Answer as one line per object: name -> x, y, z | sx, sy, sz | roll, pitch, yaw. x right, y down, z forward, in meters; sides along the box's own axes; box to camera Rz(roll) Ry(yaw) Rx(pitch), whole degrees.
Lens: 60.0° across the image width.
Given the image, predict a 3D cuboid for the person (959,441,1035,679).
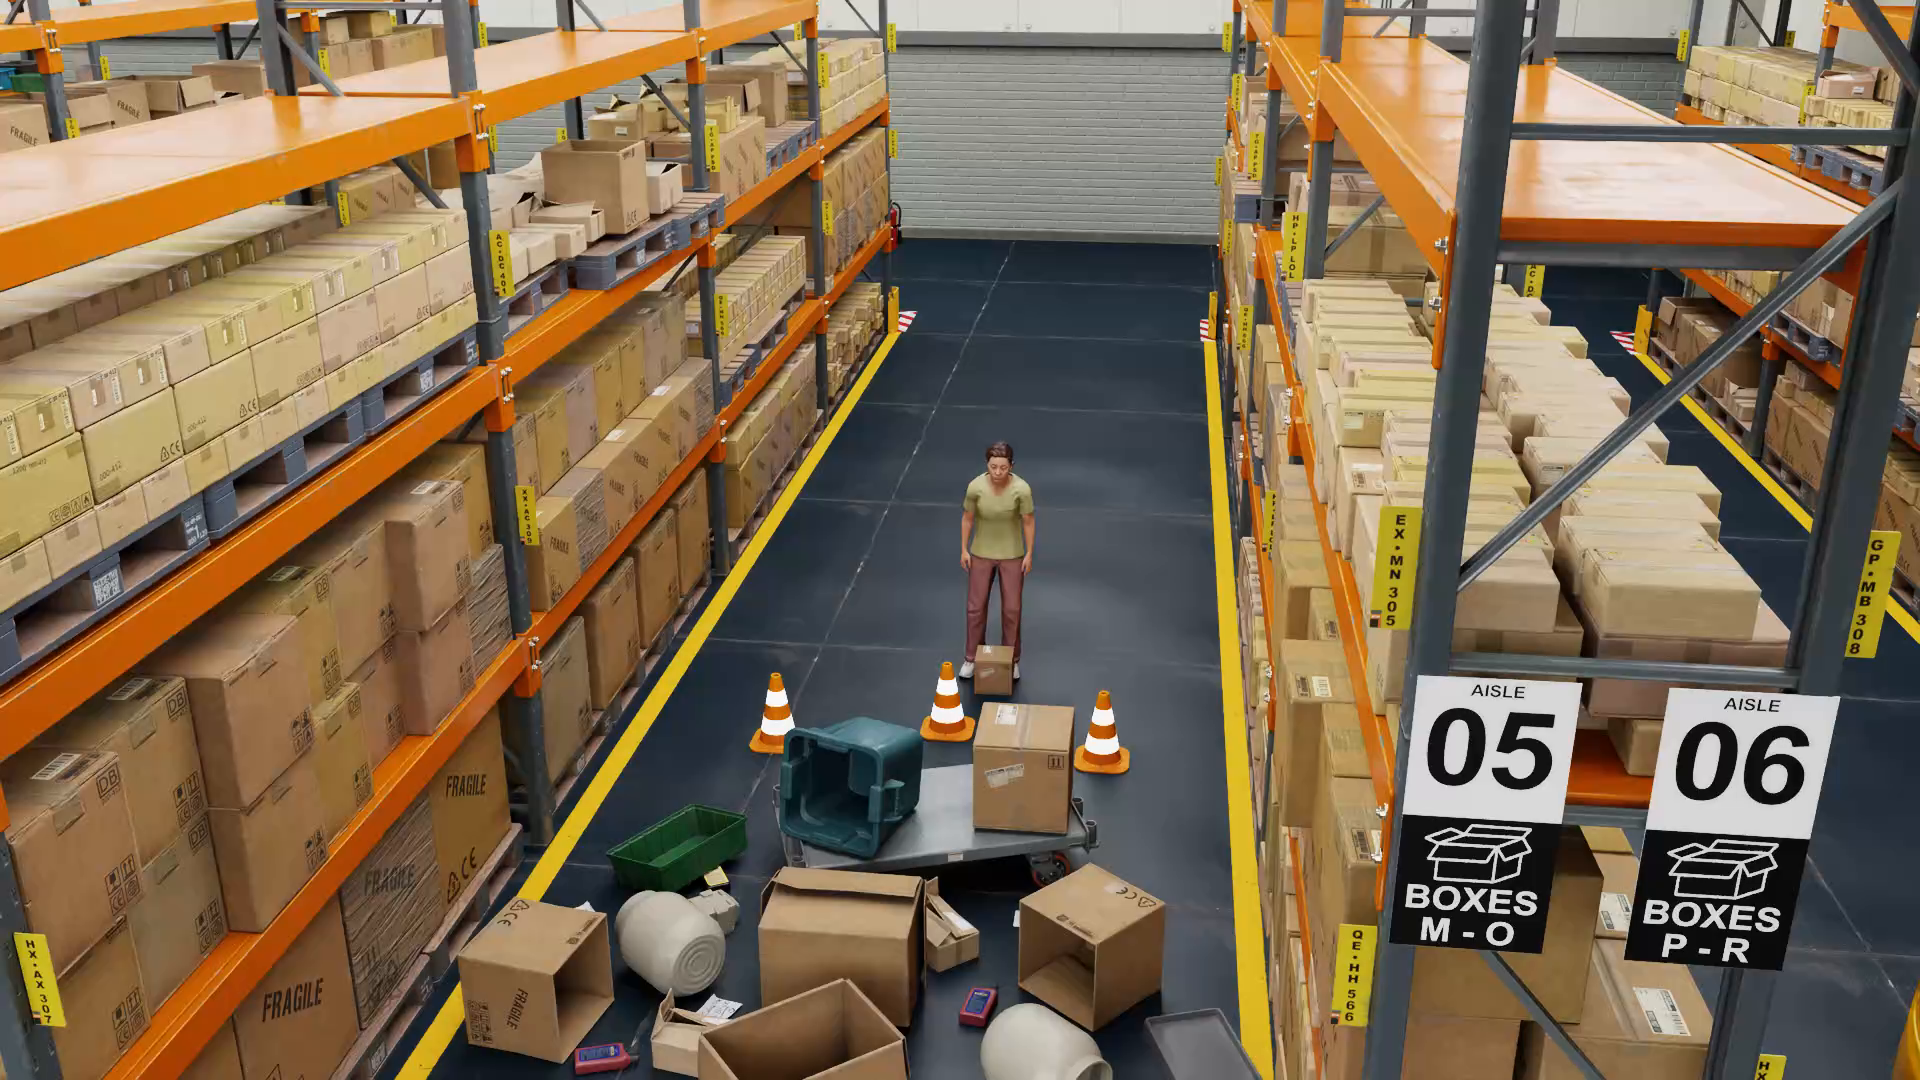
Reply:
person -> 0.249, 0.123, 11.170 | 0.498, 1.672, 0.360 | 3, 21, 7
